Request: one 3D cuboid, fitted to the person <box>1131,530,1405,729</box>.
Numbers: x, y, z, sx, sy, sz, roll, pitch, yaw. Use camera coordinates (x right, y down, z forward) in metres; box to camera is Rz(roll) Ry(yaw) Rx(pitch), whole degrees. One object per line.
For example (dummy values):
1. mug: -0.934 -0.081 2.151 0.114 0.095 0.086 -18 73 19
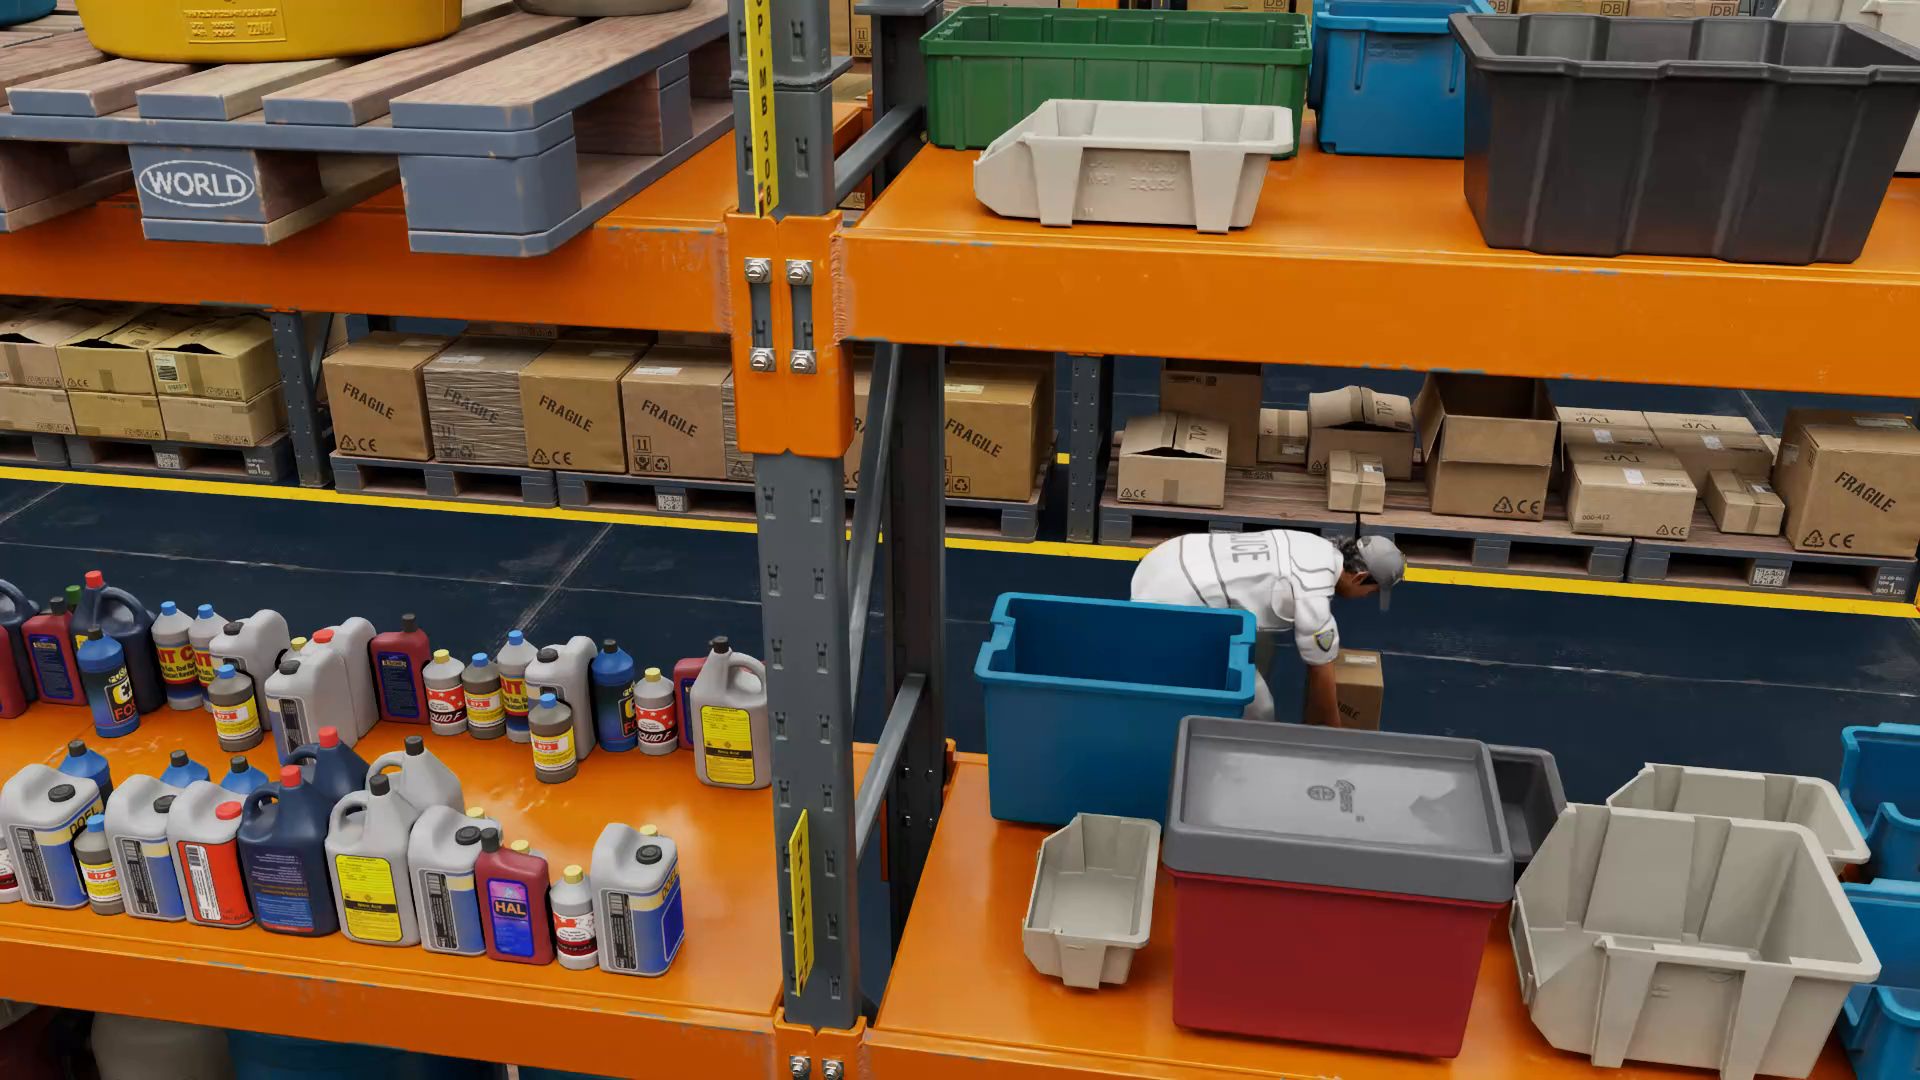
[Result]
1. person: 1.069 0.440 5.937 0.938 1.014 0.501 3 25 6
